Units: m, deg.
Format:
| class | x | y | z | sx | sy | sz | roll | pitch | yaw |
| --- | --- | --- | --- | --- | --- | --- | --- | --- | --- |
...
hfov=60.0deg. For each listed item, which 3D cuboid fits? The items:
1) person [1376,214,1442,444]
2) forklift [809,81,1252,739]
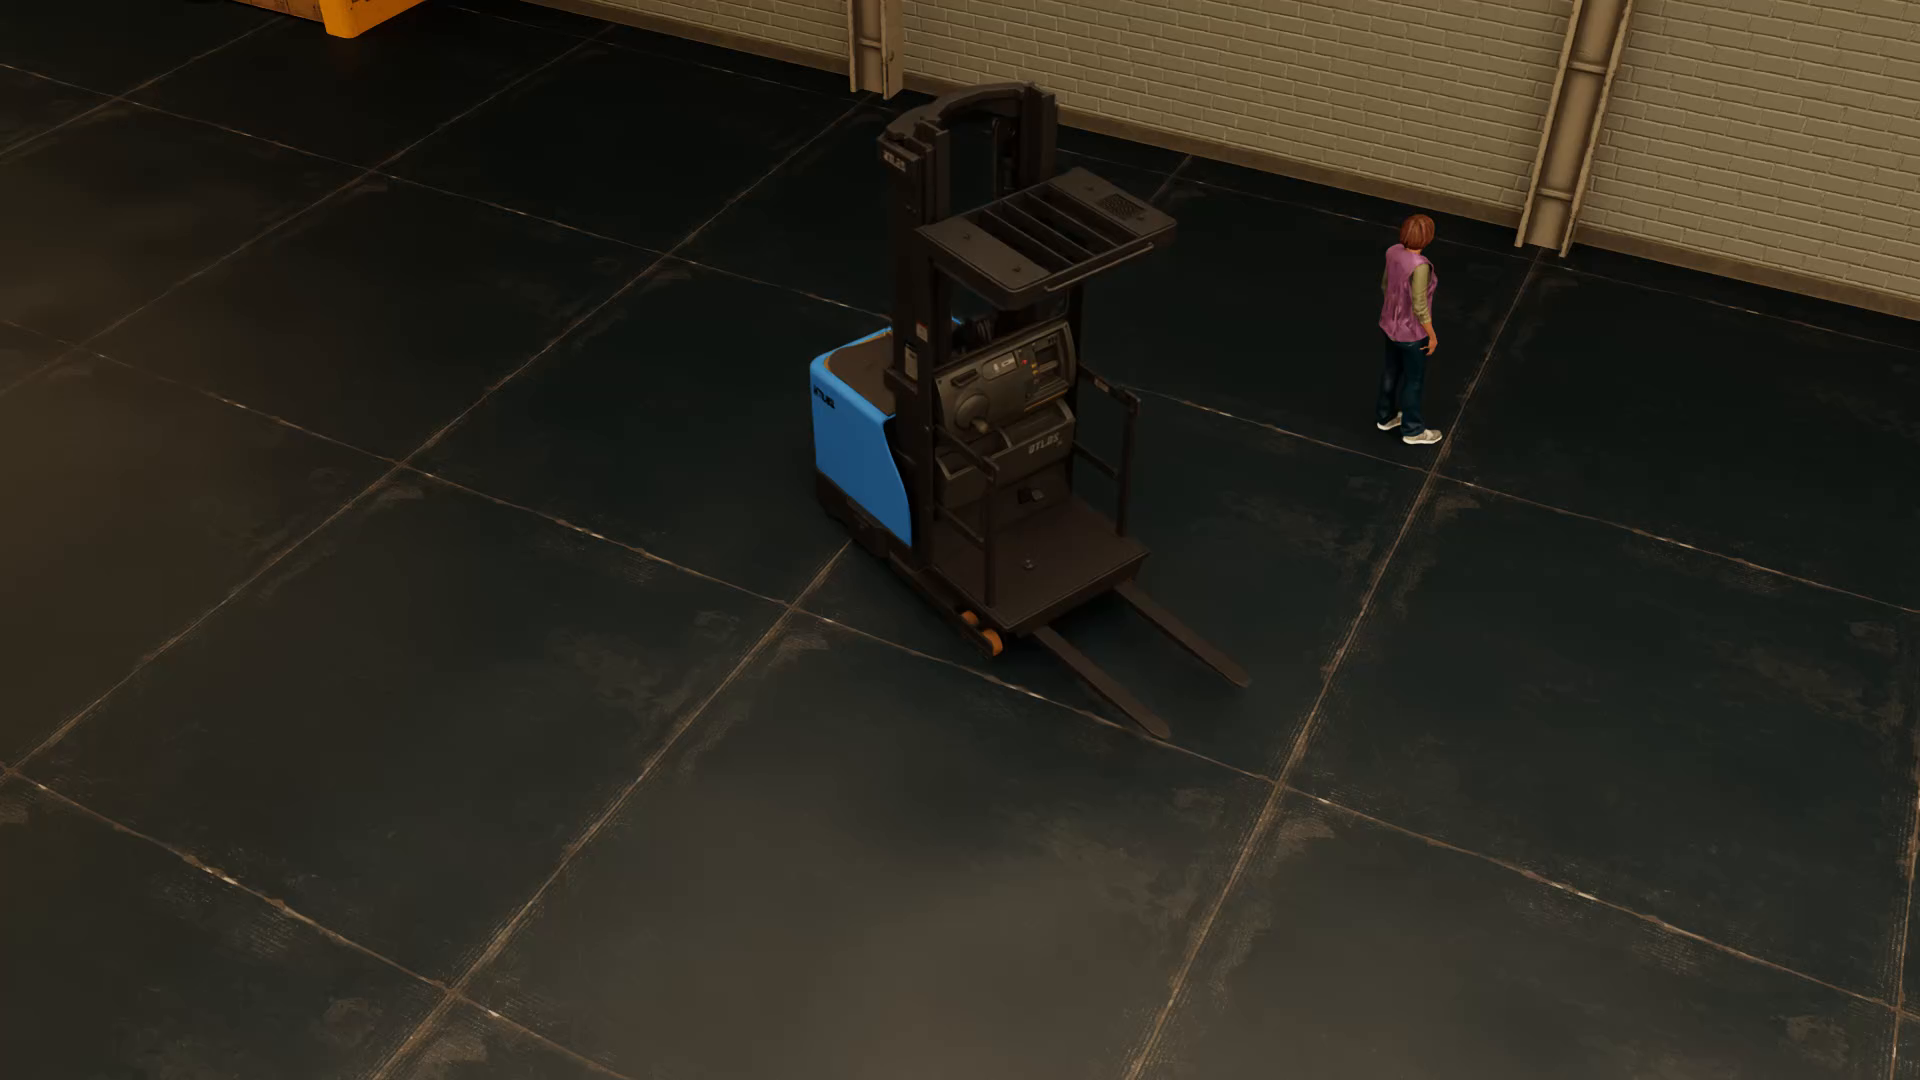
| class | x | y | z | sx | sy | sz | roll | pitch | yaw |
| --- | --- | --- | --- | --- | --- | --- | --- | --- | --- |
| person | 2.912 | -1.364 | 10.637 | 0.458 | 1.604 | 0.506 | -13 | 42 | -15 |
| forklift | 0.388 | -0.814 | 8.953 | 1.130 | 2.935 | 3.031 | -27 | 47 | -28 |
